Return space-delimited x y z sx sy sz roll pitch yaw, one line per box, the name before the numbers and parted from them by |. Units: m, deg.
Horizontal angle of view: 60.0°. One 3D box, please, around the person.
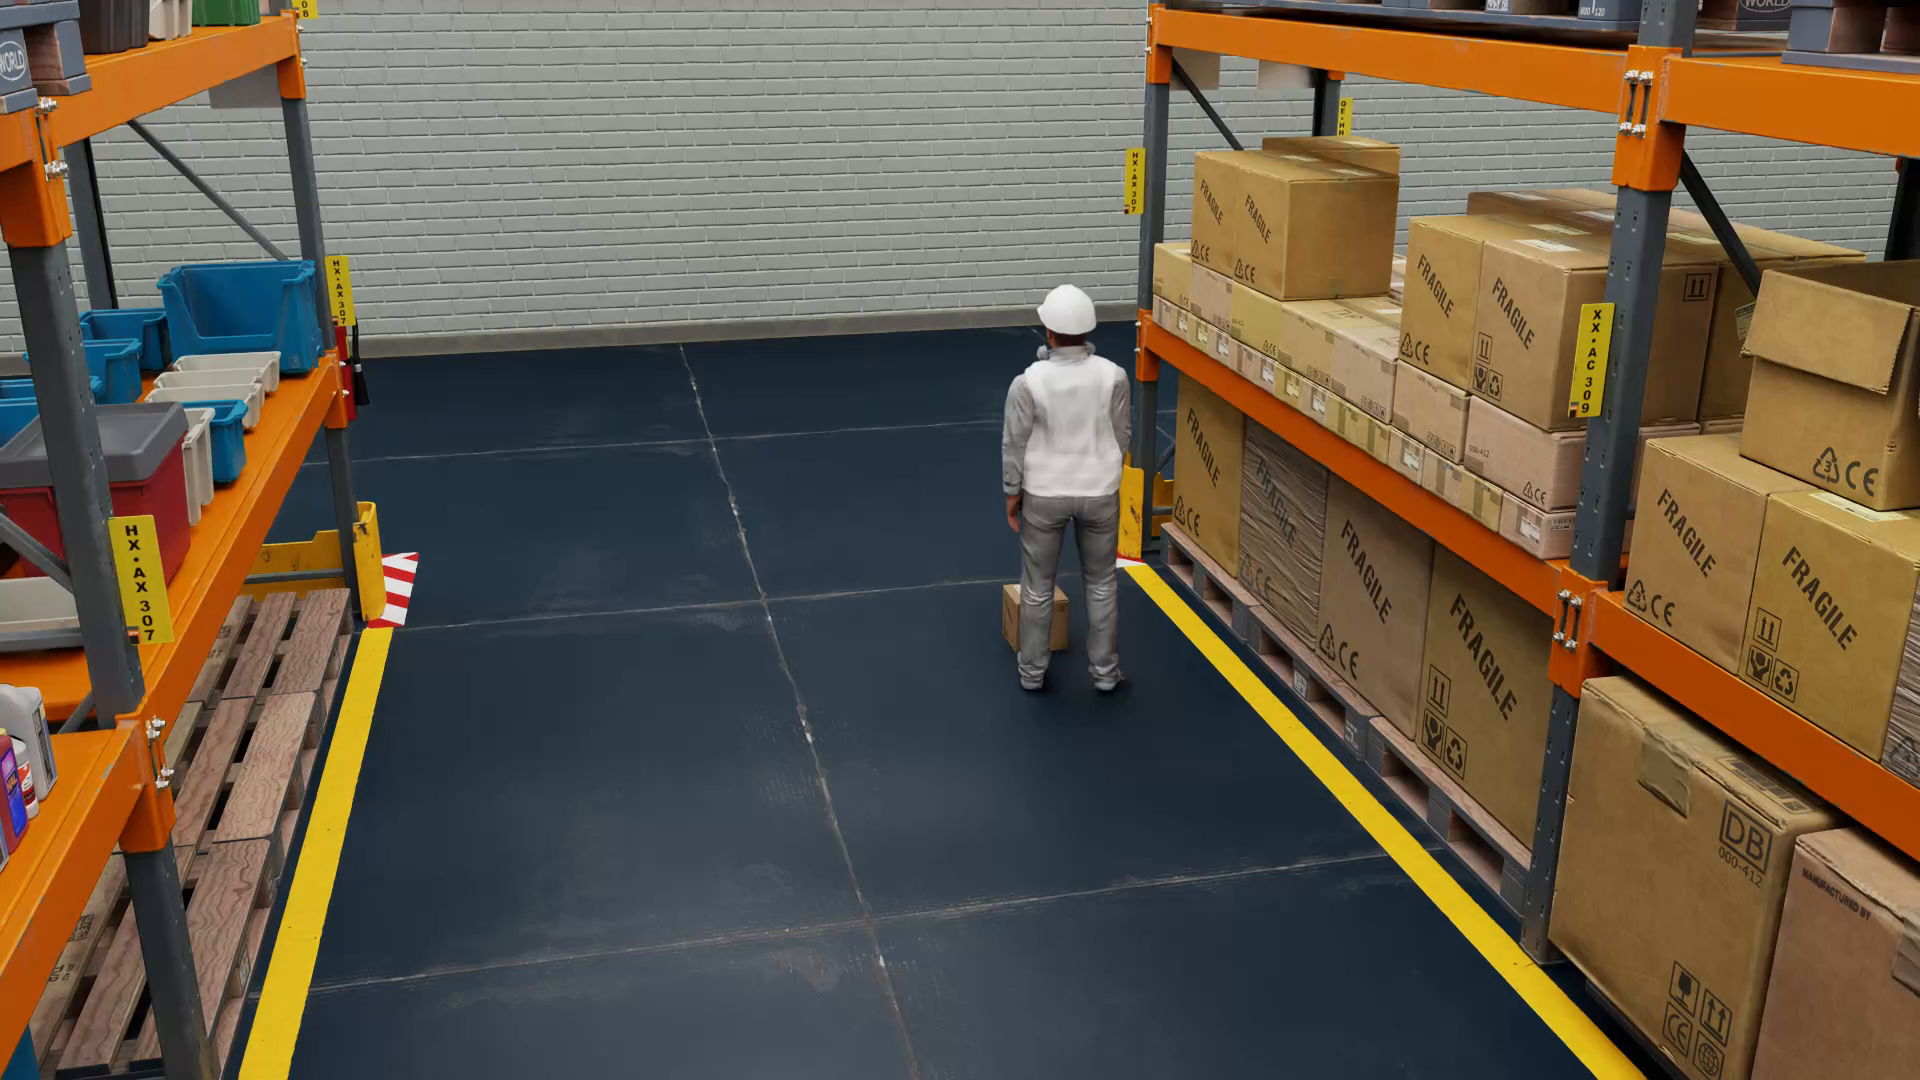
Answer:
person | 0.447 -0.204 7.097 0.559 1.799 0.388 -2 20 -4
